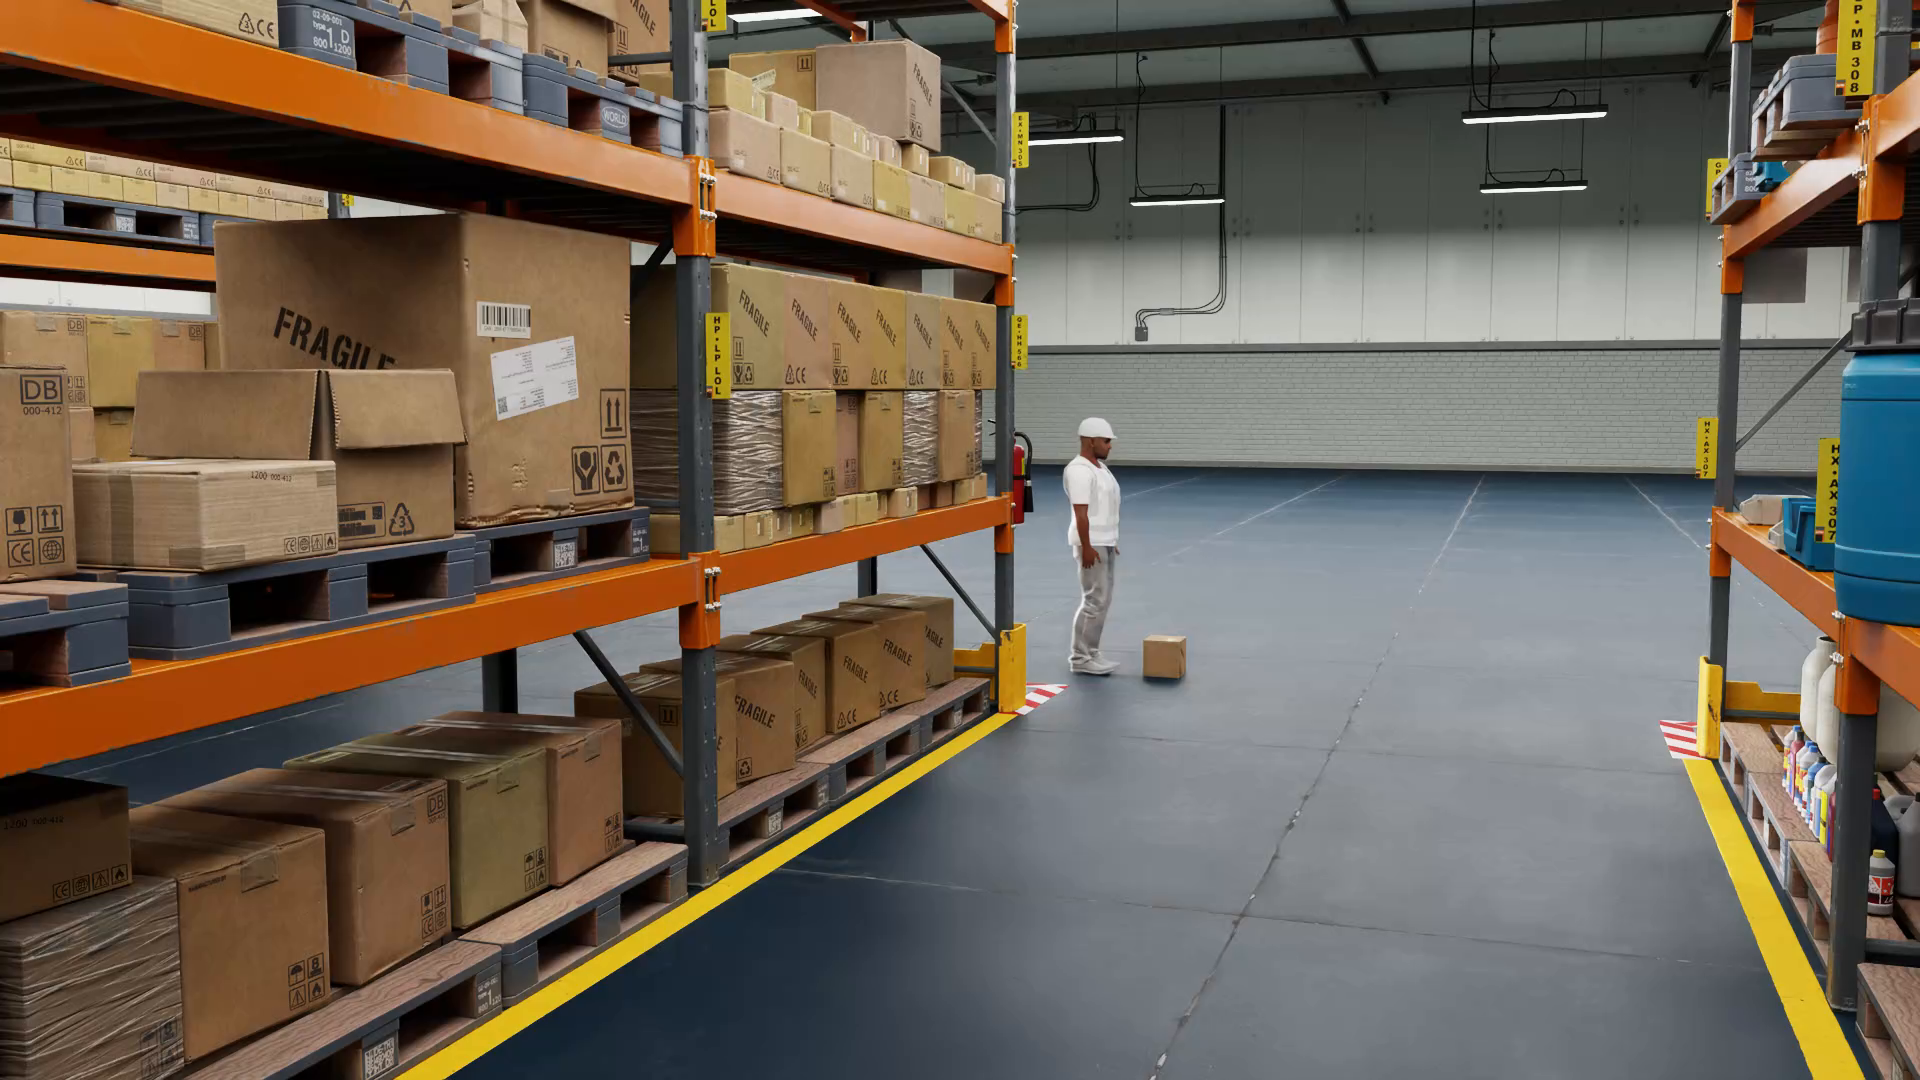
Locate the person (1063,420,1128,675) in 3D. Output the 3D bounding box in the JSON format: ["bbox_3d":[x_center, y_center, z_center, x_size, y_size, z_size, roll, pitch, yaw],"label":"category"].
[{"bbox_3d":[0.947,0.043,11.536,0.396,1.746,0.578,2,5,20],"label":"person"}]
